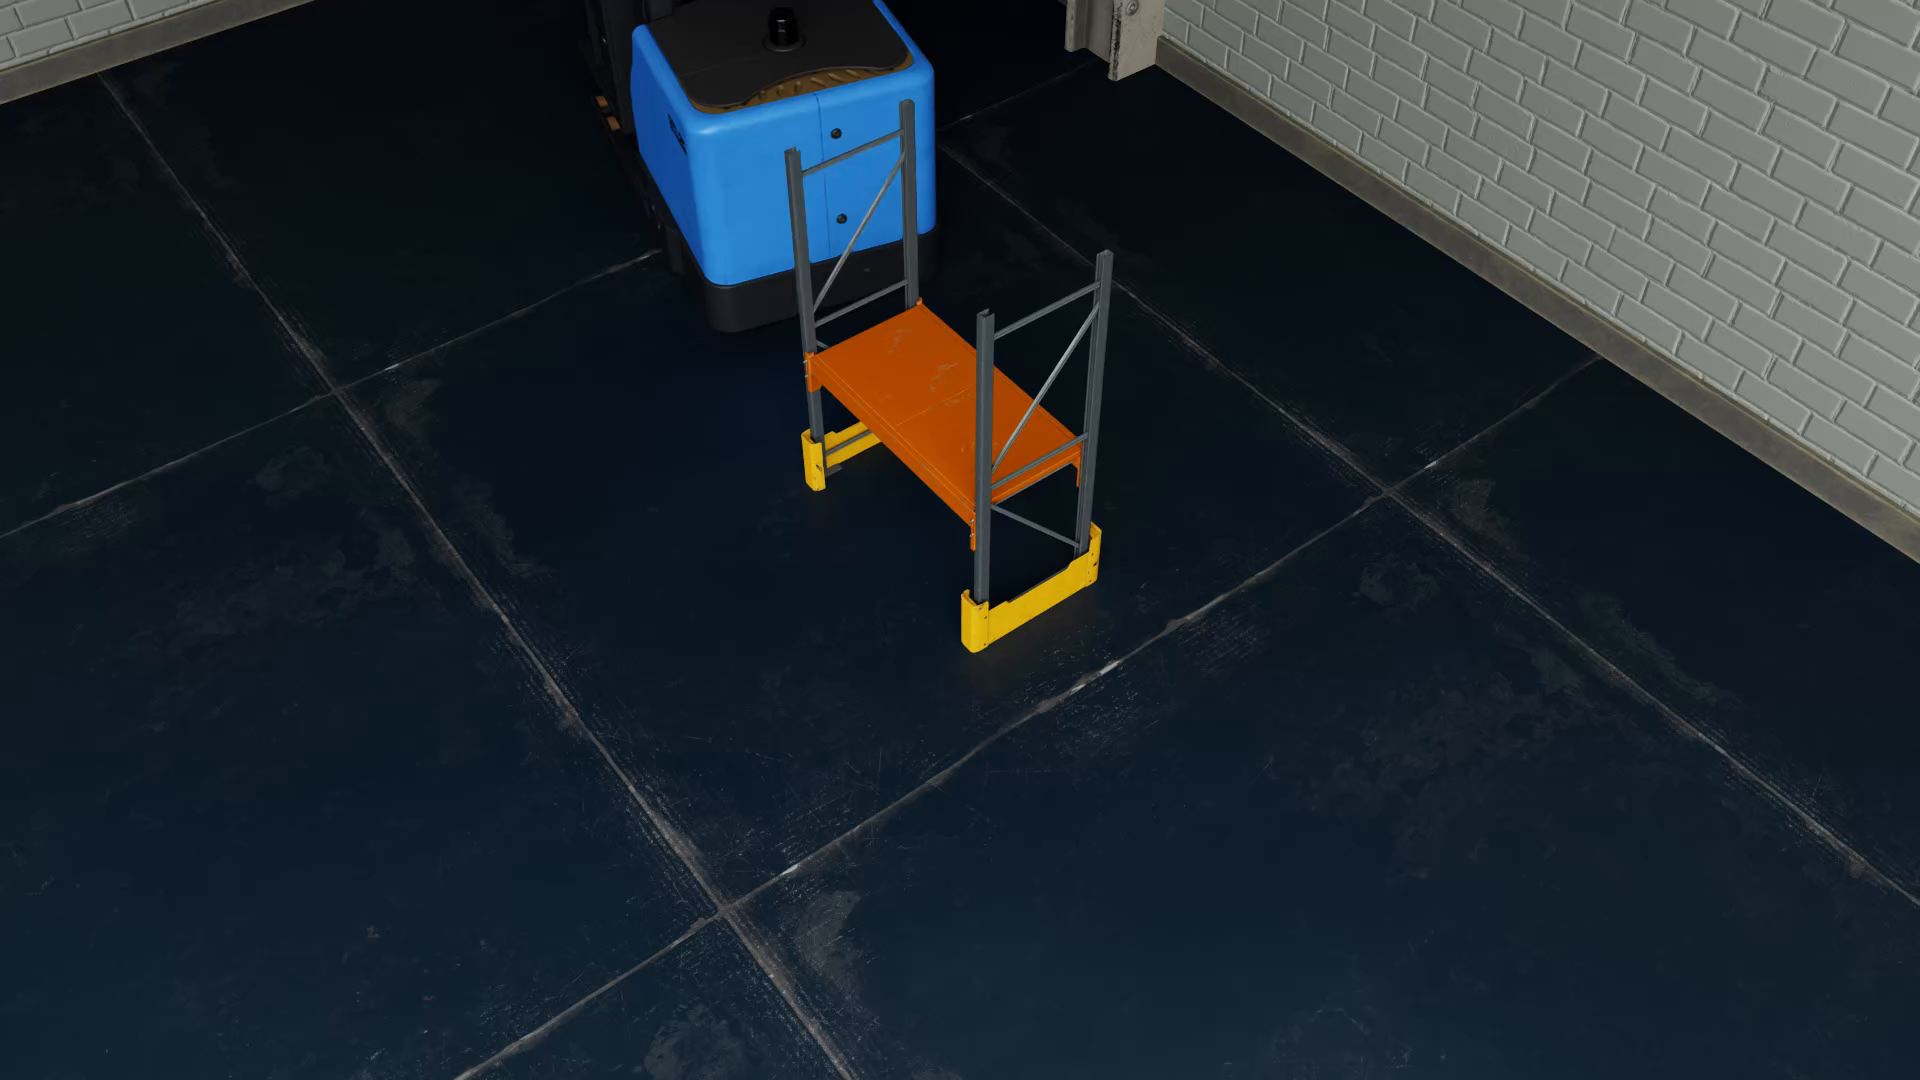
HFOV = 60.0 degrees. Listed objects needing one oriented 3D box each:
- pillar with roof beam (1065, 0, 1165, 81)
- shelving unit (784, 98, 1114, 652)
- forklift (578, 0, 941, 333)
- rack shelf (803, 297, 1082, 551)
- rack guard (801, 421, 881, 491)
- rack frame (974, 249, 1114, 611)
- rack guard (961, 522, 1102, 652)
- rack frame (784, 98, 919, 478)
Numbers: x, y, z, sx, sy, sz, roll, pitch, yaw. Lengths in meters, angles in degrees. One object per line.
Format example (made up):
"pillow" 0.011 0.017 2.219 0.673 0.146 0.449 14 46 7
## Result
"pillar with roof beam" -2.651 -3.574 3.416 9.100 9.000 0.400 -29 54 -24
"shelving unit" -0.046 -0.549 5.735 0.587 1.500 1.083 -29 54 -24
"forklift" -1.137 -2.959 6.954 1.130 2.935 3.031 -18 50 -16
"rack shelf" -0.052 -0.433 5.873 0.538 0.185 1.000 -29 54 -24
"rack guard" -0.348 -0.423 6.464 0.587 0.250 0.087 -29 54 -24
"rack frame" 0.256 -0.254 5.468 0.500 1.500 0.032 -29 54 -24
"rack guard" 0.255 0.165 5.932 0.587 0.250 0.087 -29 54 -24
"rack frame" -0.359 -0.854 6.012 0.500 1.500 0.032 -29 54 -24
